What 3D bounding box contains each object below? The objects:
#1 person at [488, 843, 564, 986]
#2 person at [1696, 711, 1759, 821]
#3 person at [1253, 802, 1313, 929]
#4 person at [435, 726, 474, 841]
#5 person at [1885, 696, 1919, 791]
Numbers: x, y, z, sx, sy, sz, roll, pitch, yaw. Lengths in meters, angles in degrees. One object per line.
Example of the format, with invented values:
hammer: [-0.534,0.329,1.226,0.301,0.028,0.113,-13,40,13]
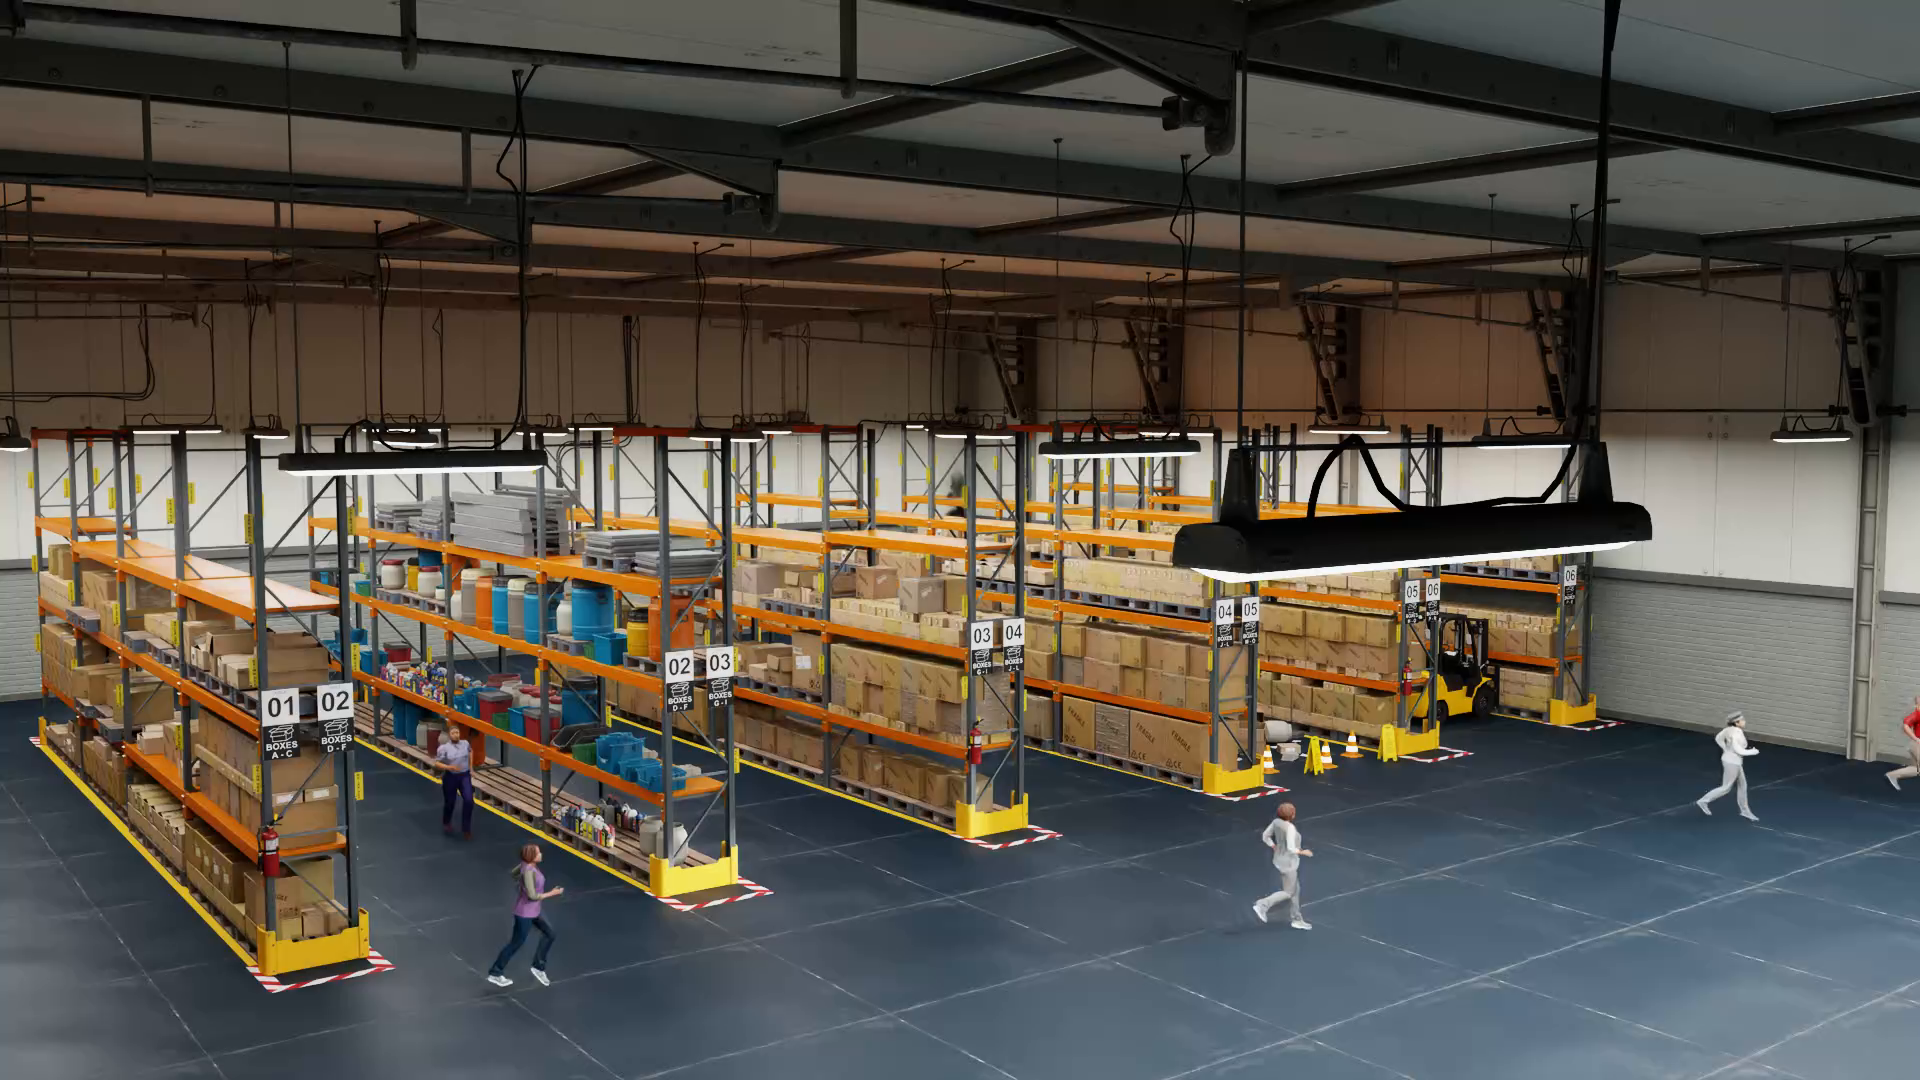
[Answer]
person: [-4.737,4.103,18.192,0.824,1.614,0.550,0,4,-5]
person: [11.855,3.473,25.641,0.937,1.717,0.622,1,5,14]
person: [3.907,3.965,20.156,0.812,1.596,0.538,-1,5,-16]
person: [-7.481,3.590,24.664,0.608,1.701,0.759,-3,5,-31]
person: [15.510,3.376,26.933,0.903,1.731,0.663,3,6,36]
